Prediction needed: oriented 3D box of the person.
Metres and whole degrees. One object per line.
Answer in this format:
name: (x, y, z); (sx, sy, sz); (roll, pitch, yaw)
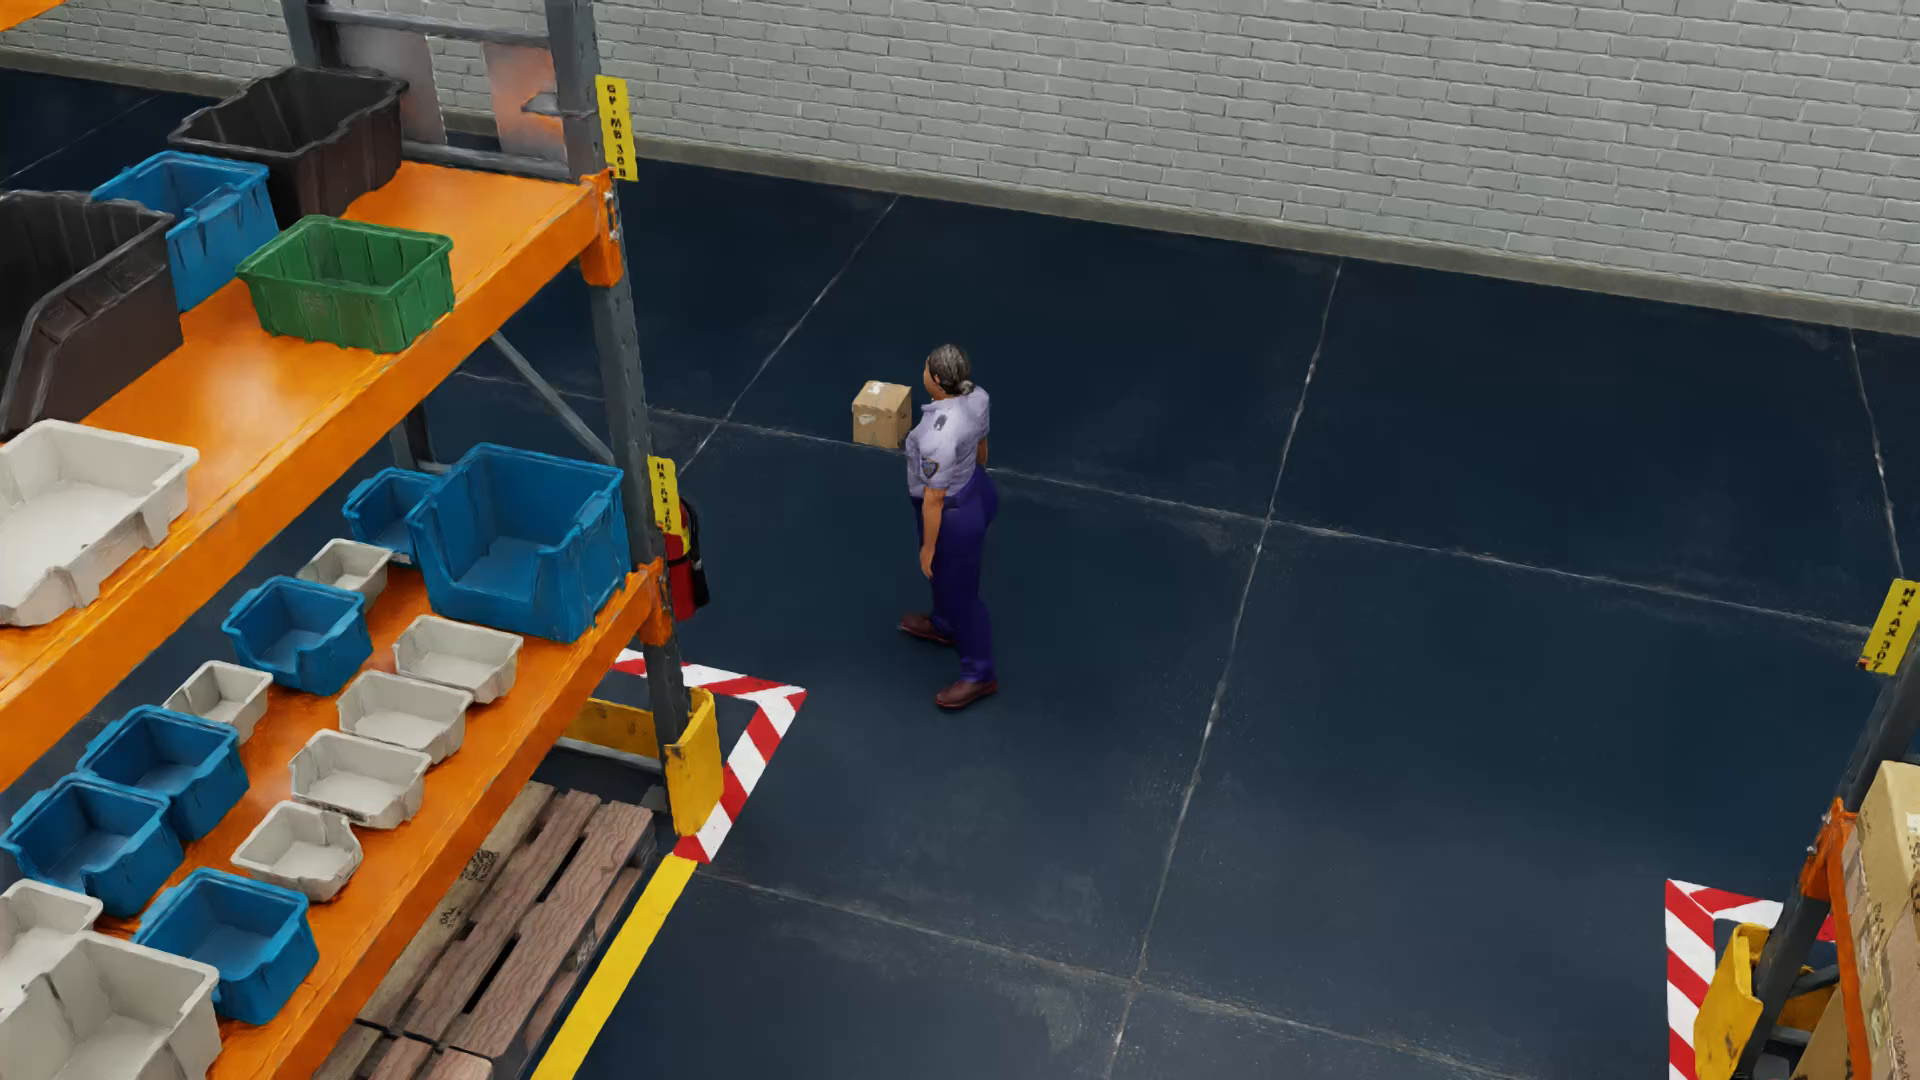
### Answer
person: (-0.052, -0.119, 7.045); (0.569, 1.624, 0.671); (13, 39, 16)
